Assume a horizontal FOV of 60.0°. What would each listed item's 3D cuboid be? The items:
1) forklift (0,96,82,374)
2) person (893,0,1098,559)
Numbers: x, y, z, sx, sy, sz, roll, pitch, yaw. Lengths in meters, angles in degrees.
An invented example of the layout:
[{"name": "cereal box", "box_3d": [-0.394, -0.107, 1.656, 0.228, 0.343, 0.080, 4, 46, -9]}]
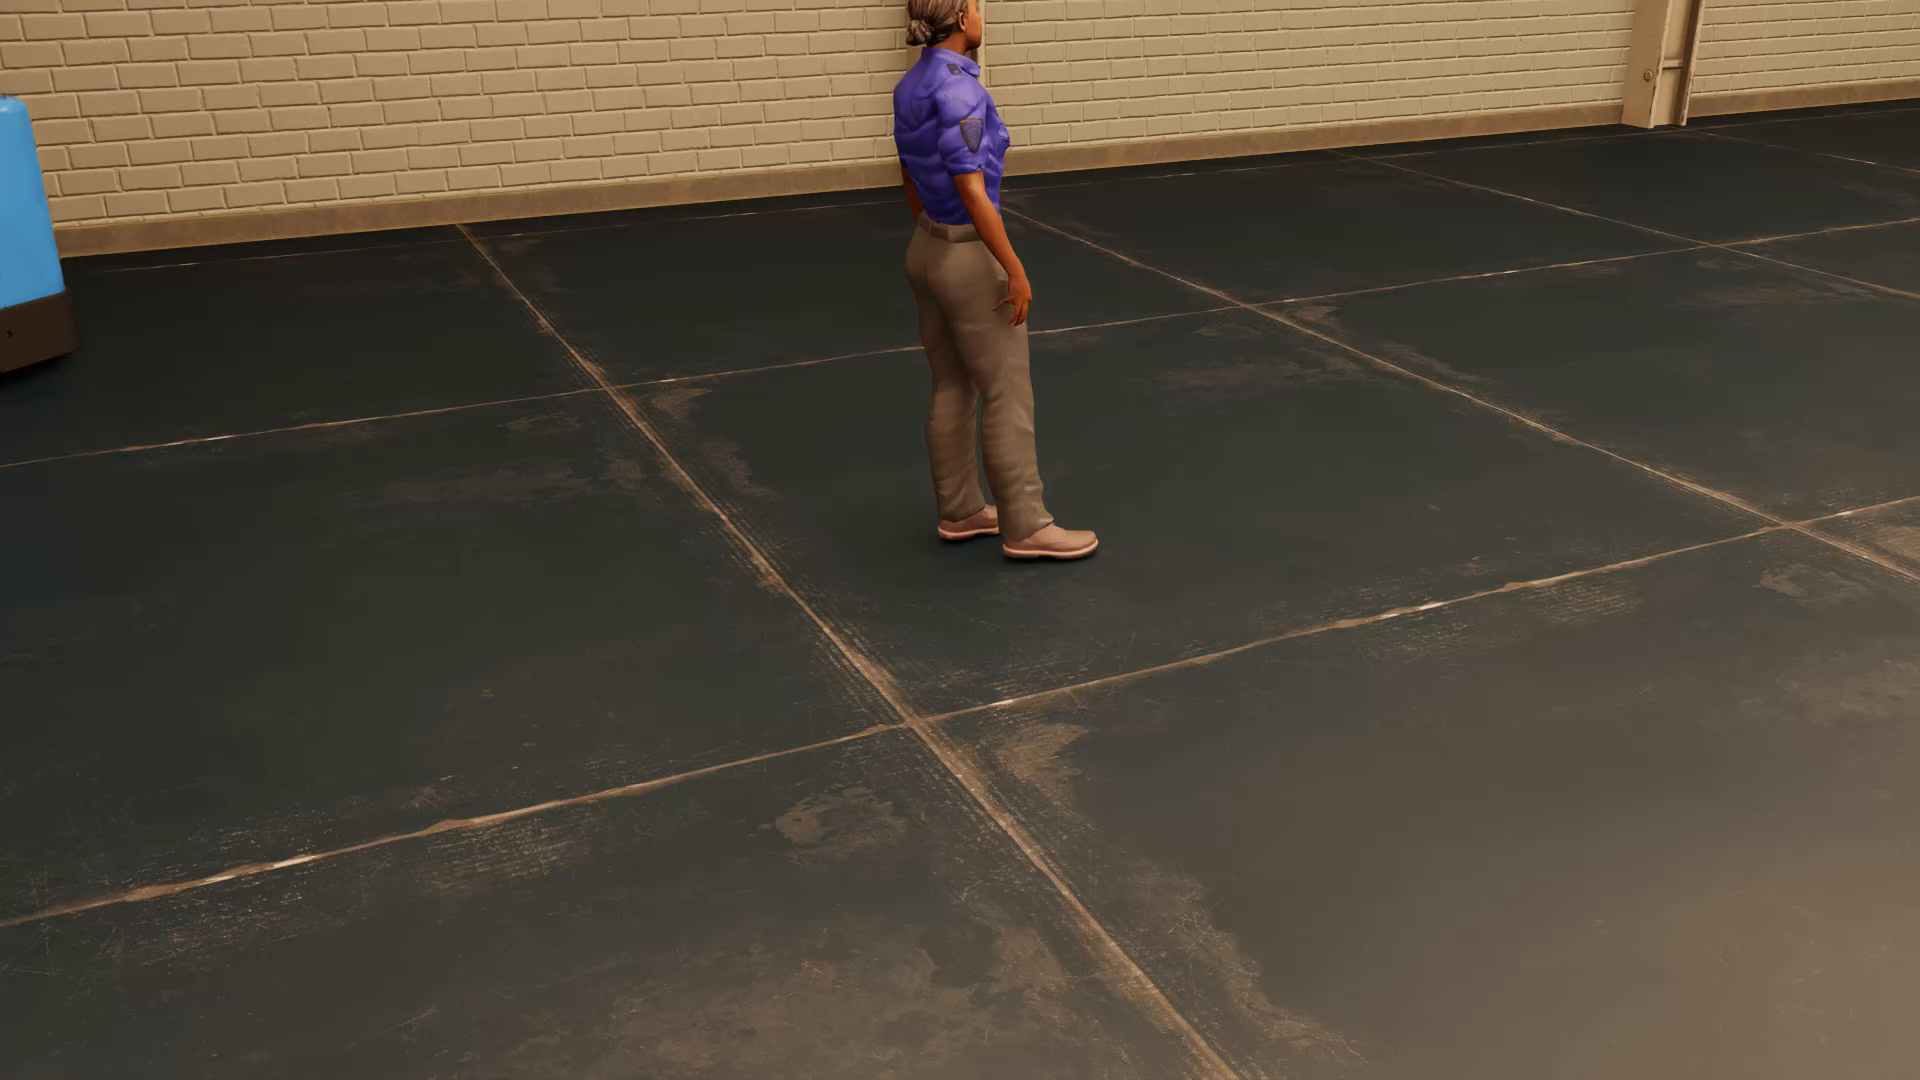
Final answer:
[{"name": "forklift", "box_3d": [-5.171, -2.117, 6.383, 3.031, 2.935, 1.130, 9, 24, 20]}, {"name": "person", "box_3d": [0.088, -0.778, 4.804, 0.503, 1.656, 0.569, -10, 25, -23]}]
